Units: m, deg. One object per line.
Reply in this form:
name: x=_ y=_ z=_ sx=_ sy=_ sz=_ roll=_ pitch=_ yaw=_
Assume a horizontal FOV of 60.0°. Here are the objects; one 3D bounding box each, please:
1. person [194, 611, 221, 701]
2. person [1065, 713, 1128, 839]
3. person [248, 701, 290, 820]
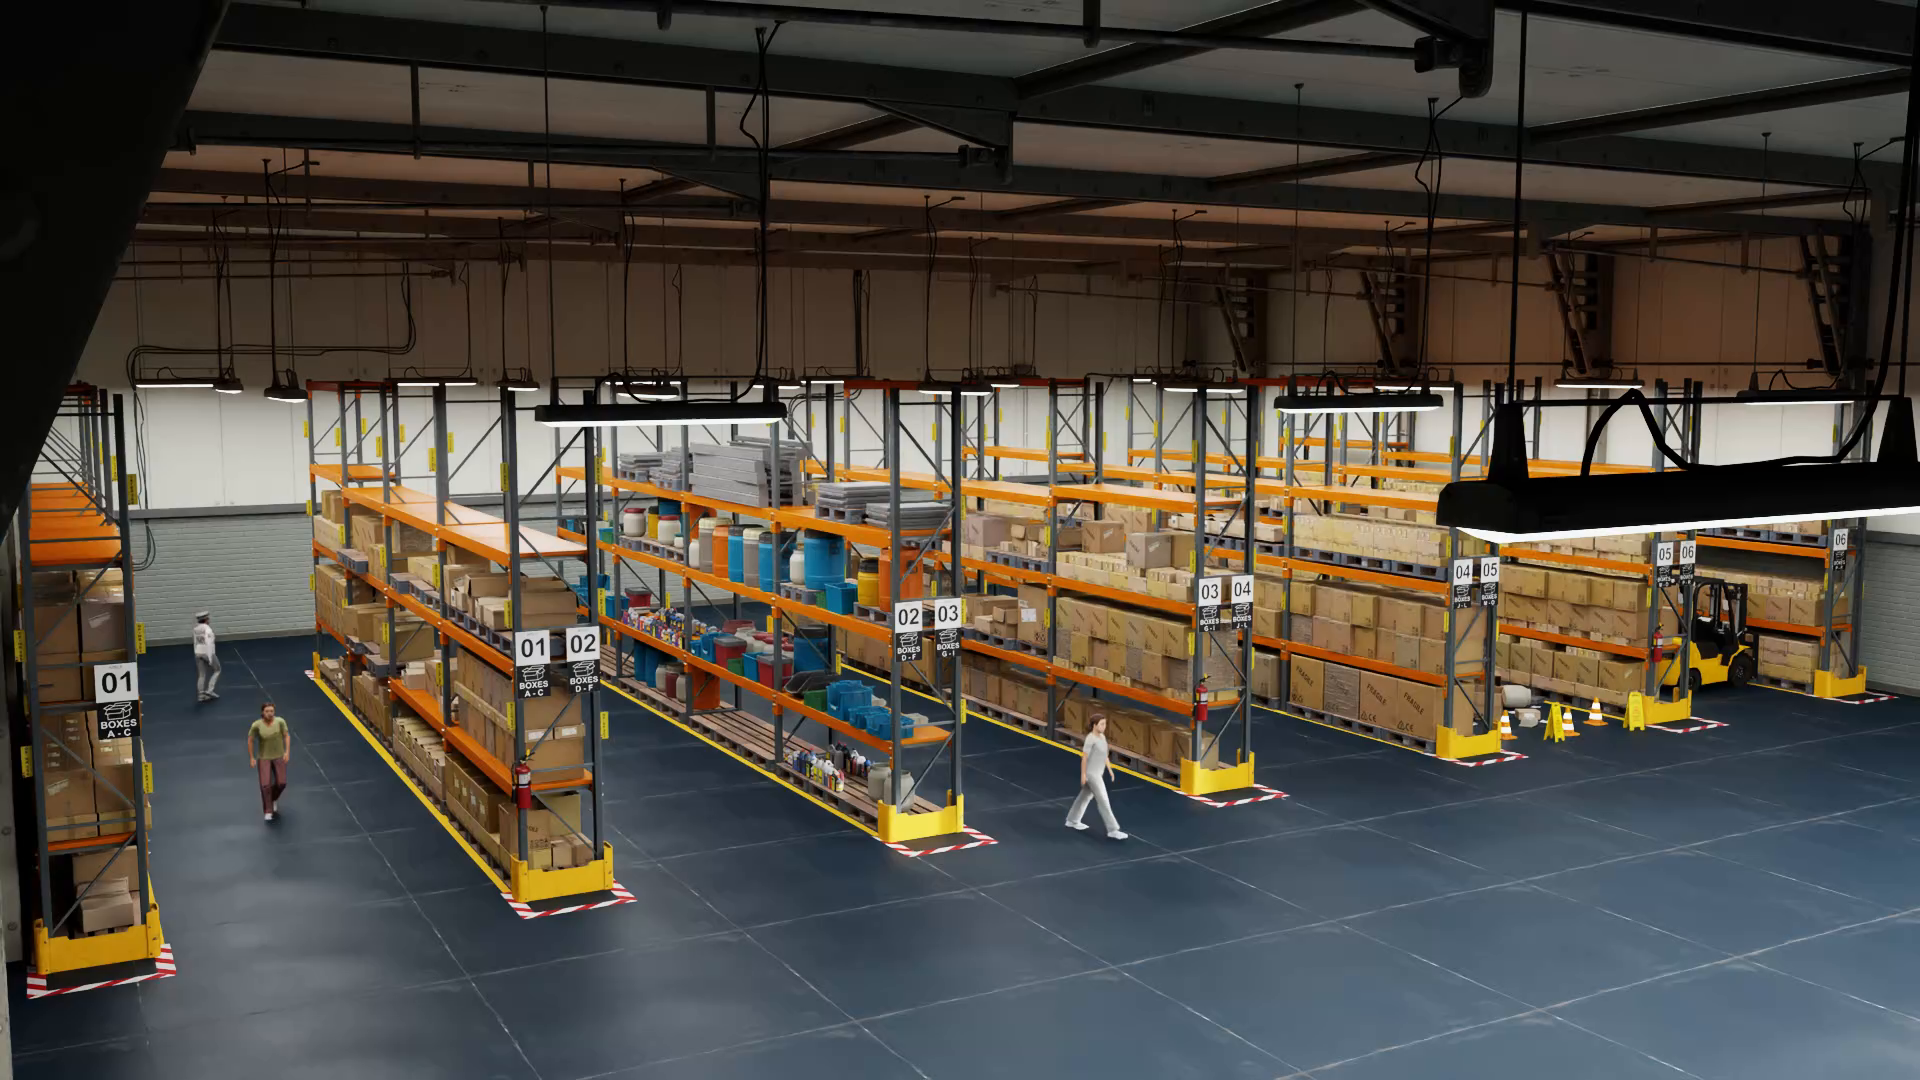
person: x=-14.172 y=2.169 z=31.202 sx=0.459 sy=1.664 sz=0.459 roll=1 pitch=6 yaw=12
person: x=1.855 y=3.129 z=22.296 sx=0.974 sy=1.618 sz=0.479 roll=3 pitch=7 yaw=24
person: x=-9.668 y=3.049 z=23.271 sx=0.545 sy=1.657 sz=0.604 roll=-3 pitch=7 yaw=-30
